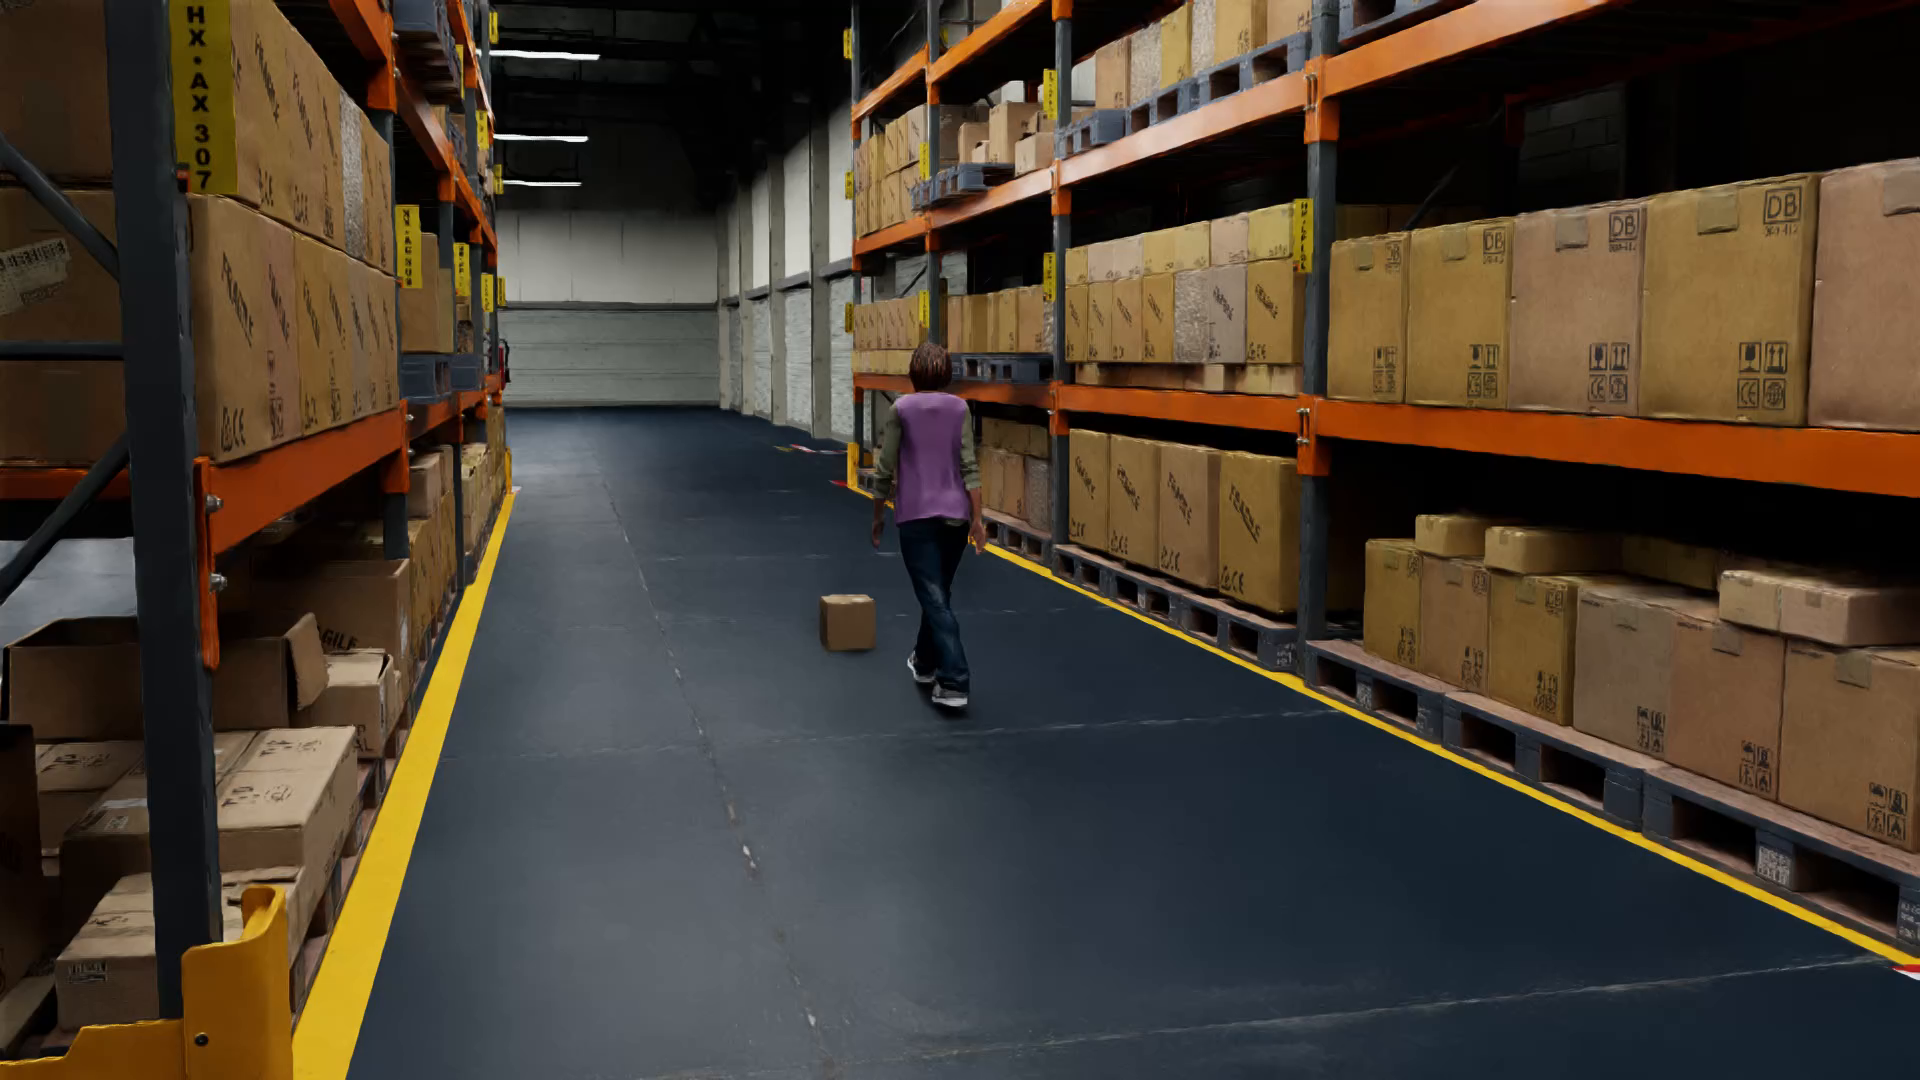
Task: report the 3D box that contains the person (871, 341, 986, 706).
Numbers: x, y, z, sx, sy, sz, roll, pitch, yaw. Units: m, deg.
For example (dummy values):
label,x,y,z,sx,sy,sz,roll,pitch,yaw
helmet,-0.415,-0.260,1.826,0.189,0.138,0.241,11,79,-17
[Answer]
label,x,y,z,sx,sy,sz,roll,pitch,yaw
person,-0.159,-0.084,7.250,0.435,1.525,0.908,-3,7,-22
